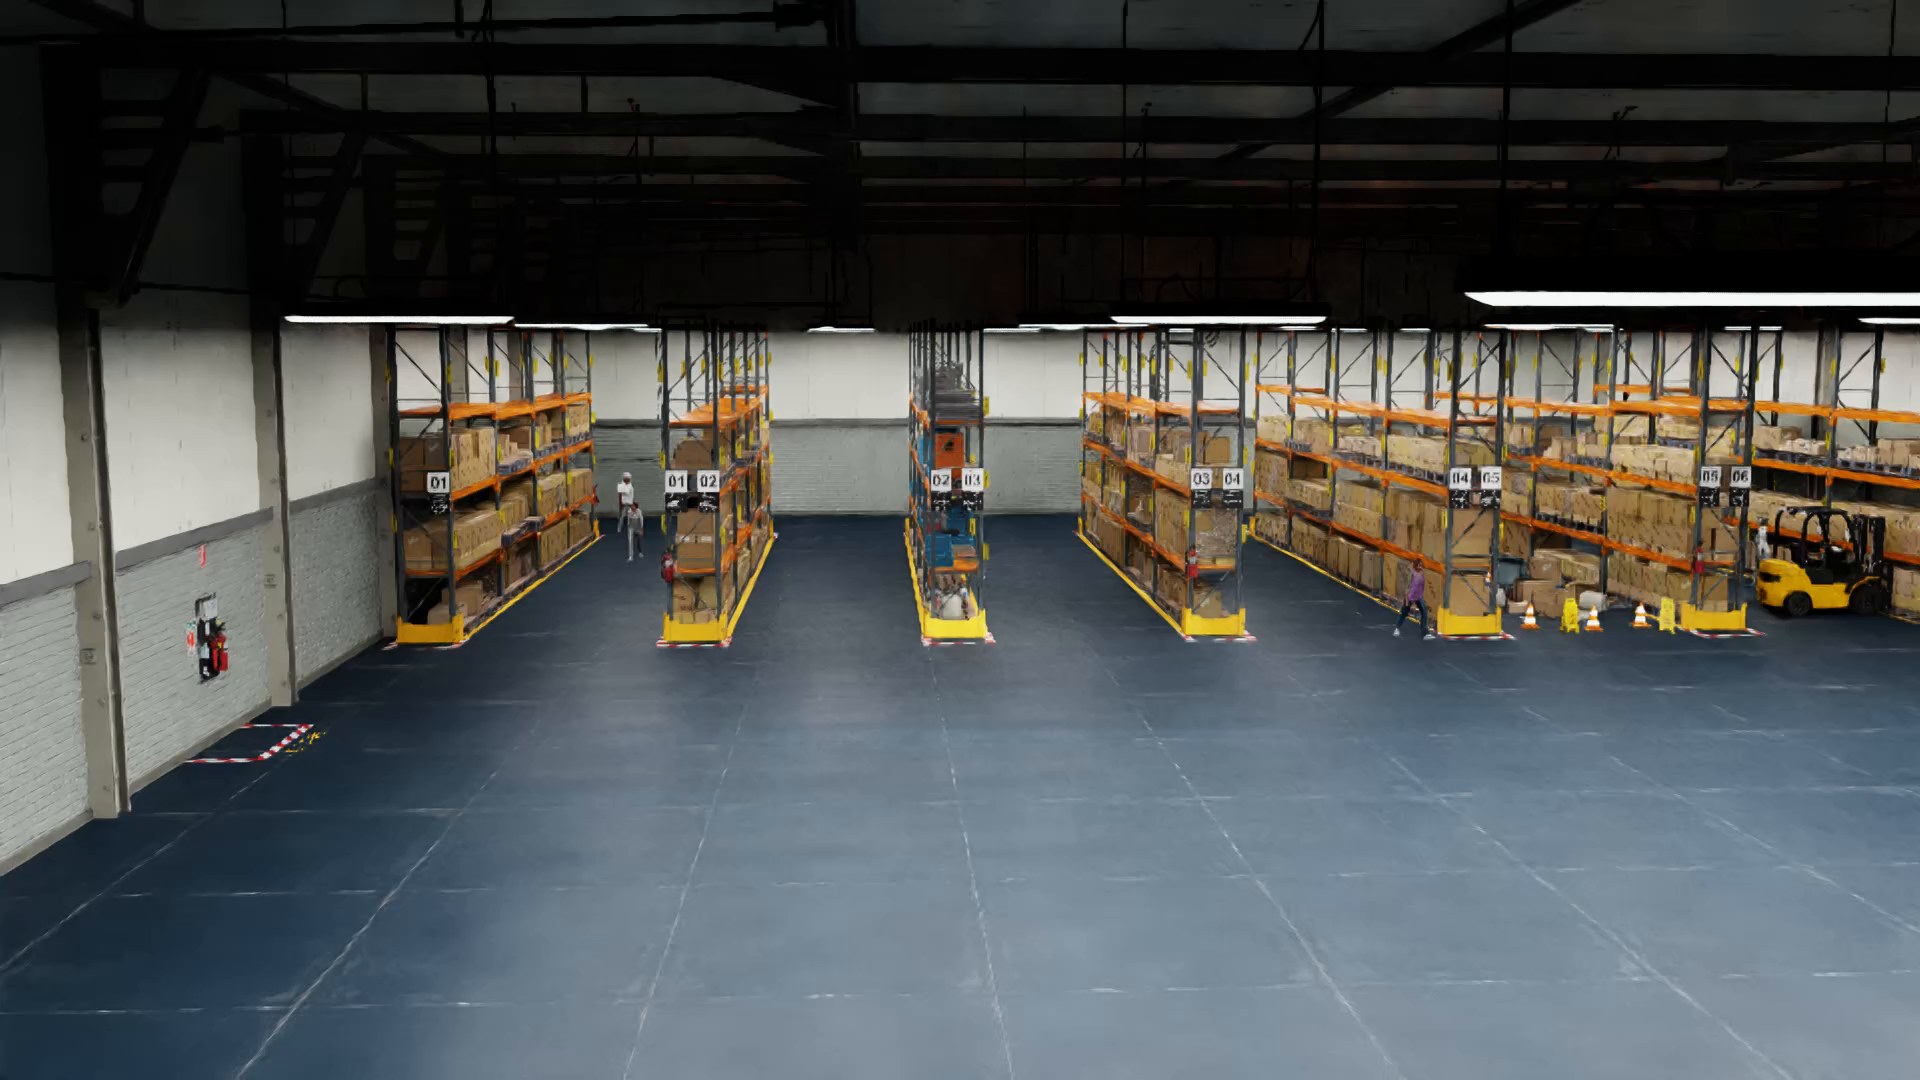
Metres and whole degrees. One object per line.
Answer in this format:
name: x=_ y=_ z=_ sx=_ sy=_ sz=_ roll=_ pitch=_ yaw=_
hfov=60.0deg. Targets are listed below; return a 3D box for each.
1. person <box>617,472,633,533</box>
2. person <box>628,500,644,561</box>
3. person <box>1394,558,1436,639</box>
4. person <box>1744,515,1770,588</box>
person: x=-9.608 y=-1.101 z=48.091 sx=0.534 sy=1.758 sz=0.727 roll=5 pitch=8 yaw=33
person: x=-8.240 y=-0.258 z=42.279 sx=0.416 sy=1.525 sz=1.034 roll=-1 pitch=7 yaw=-4
person: x=8.572 y=1.088 z=31.386 sx=0.453 sy=1.540 sz=0.880 roll=-3 pitch=8 yaw=-23
person: x=17.968 y=0.274 z=37.353 sx=0.555 sy=1.663 sz=0.586 roll=3 pitch=8 yaw=22
